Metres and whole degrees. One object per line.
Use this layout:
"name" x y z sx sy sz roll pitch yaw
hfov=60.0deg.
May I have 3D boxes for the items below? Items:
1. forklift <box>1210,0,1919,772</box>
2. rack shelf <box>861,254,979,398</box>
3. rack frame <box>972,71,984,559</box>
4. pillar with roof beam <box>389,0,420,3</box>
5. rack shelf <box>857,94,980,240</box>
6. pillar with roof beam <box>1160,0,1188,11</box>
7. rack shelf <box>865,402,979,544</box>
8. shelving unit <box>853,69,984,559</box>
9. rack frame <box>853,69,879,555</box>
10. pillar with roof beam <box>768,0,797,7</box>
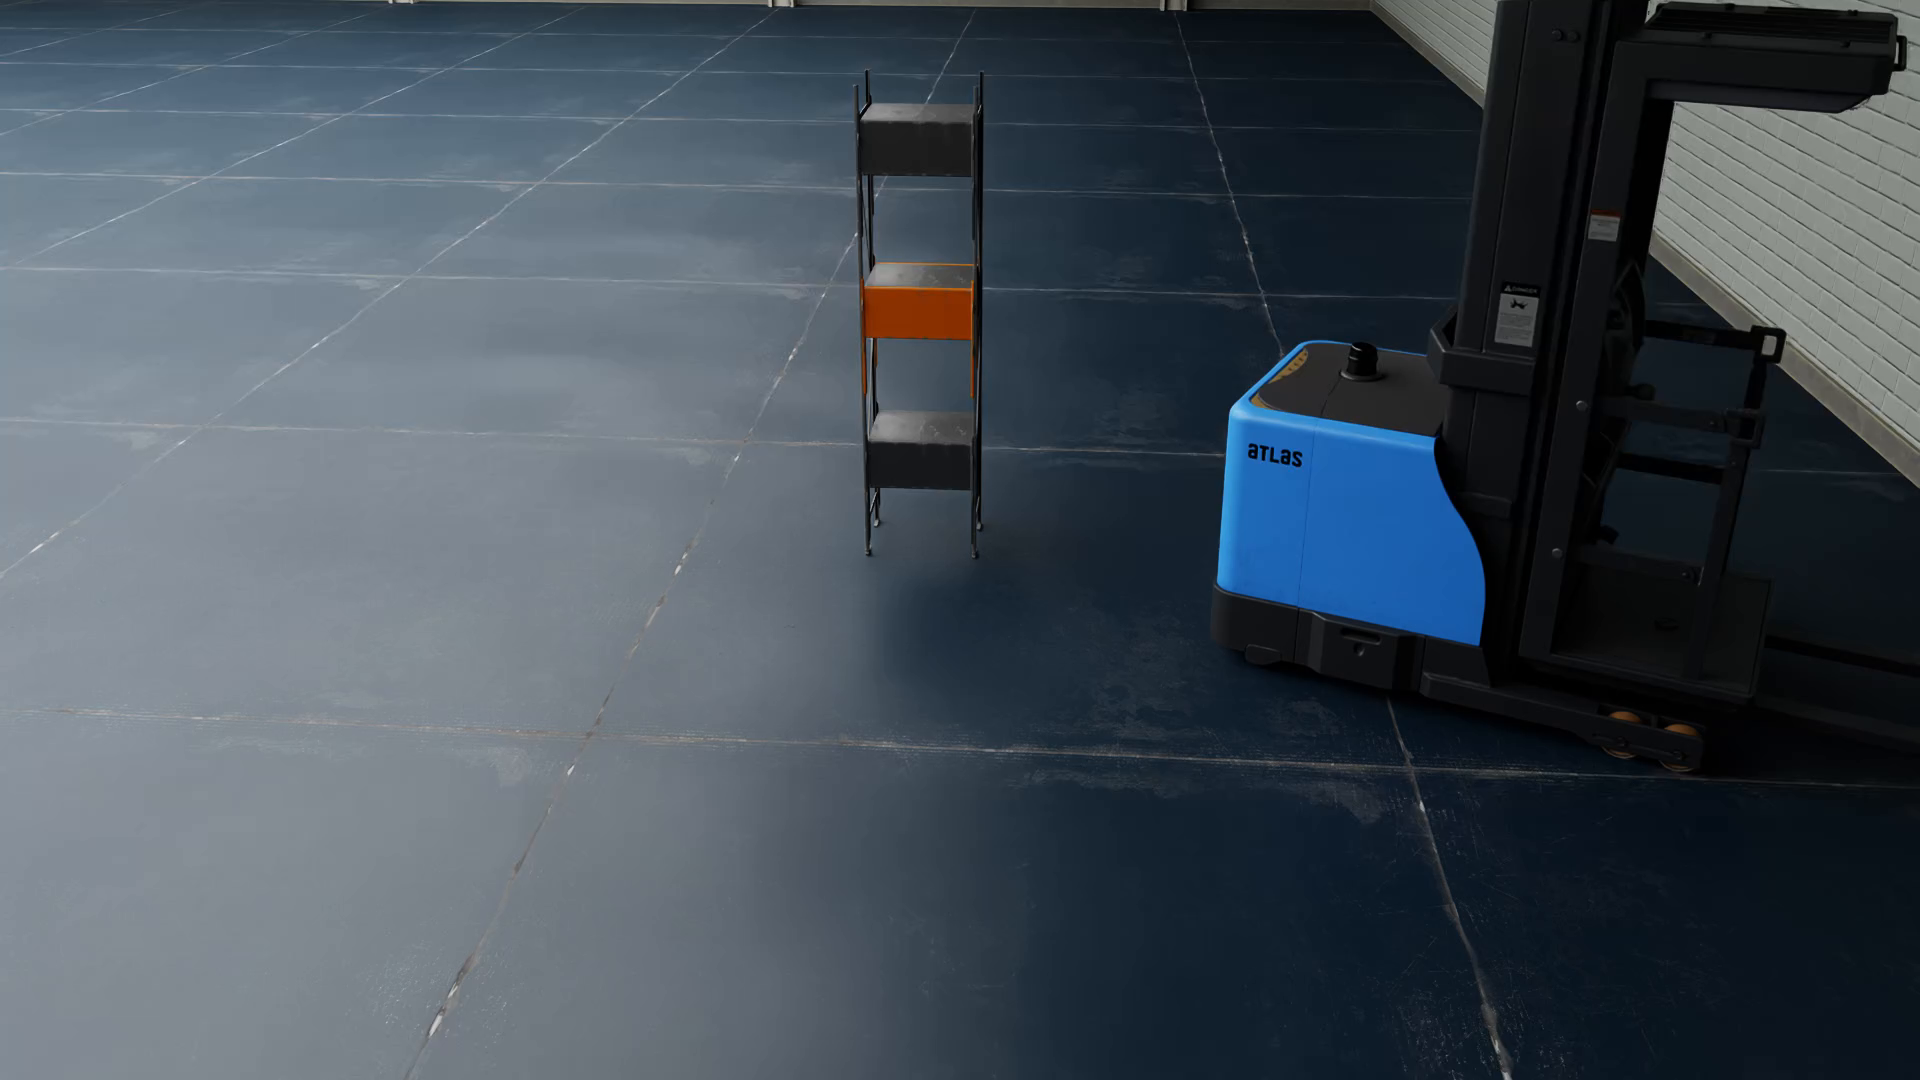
"forklift" 2.558 -0.756 5.886 3.031 2.935 1.130 12 27 25
"rack shelf" -0.165 -0.947 7.328 0.480 0.518 0.431 2 25 4
"rack frame" 0.078 -0.951 7.306 0.015 2.100 0.400 2 25 4
"pillar with roof beam" -9.048 -10.744 20.335 0.400 9.000 9.100 2 25 4
"rack shelf" -0.165 -1.583 7.036 0.480 0.518 0.431 2 25 4
"pillar with roof beam" 2.917 -10.360 19.500 0.400 9.000 9.100 2 25 4
"rack shelf" -0.165 -0.311 7.621 0.480 0.518 0.431 2 25 4
"shelving unit" -0.165 -0.959 7.323 0.503 2.100 0.431 2 25 4
"rack frame" -0.408 -0.967 7.340 0.015 2.100 0.400 2 25 4
"pillar with roof beam" -3.066 -10.552 19.918 0.400 9.000 9.100 2 25 4
